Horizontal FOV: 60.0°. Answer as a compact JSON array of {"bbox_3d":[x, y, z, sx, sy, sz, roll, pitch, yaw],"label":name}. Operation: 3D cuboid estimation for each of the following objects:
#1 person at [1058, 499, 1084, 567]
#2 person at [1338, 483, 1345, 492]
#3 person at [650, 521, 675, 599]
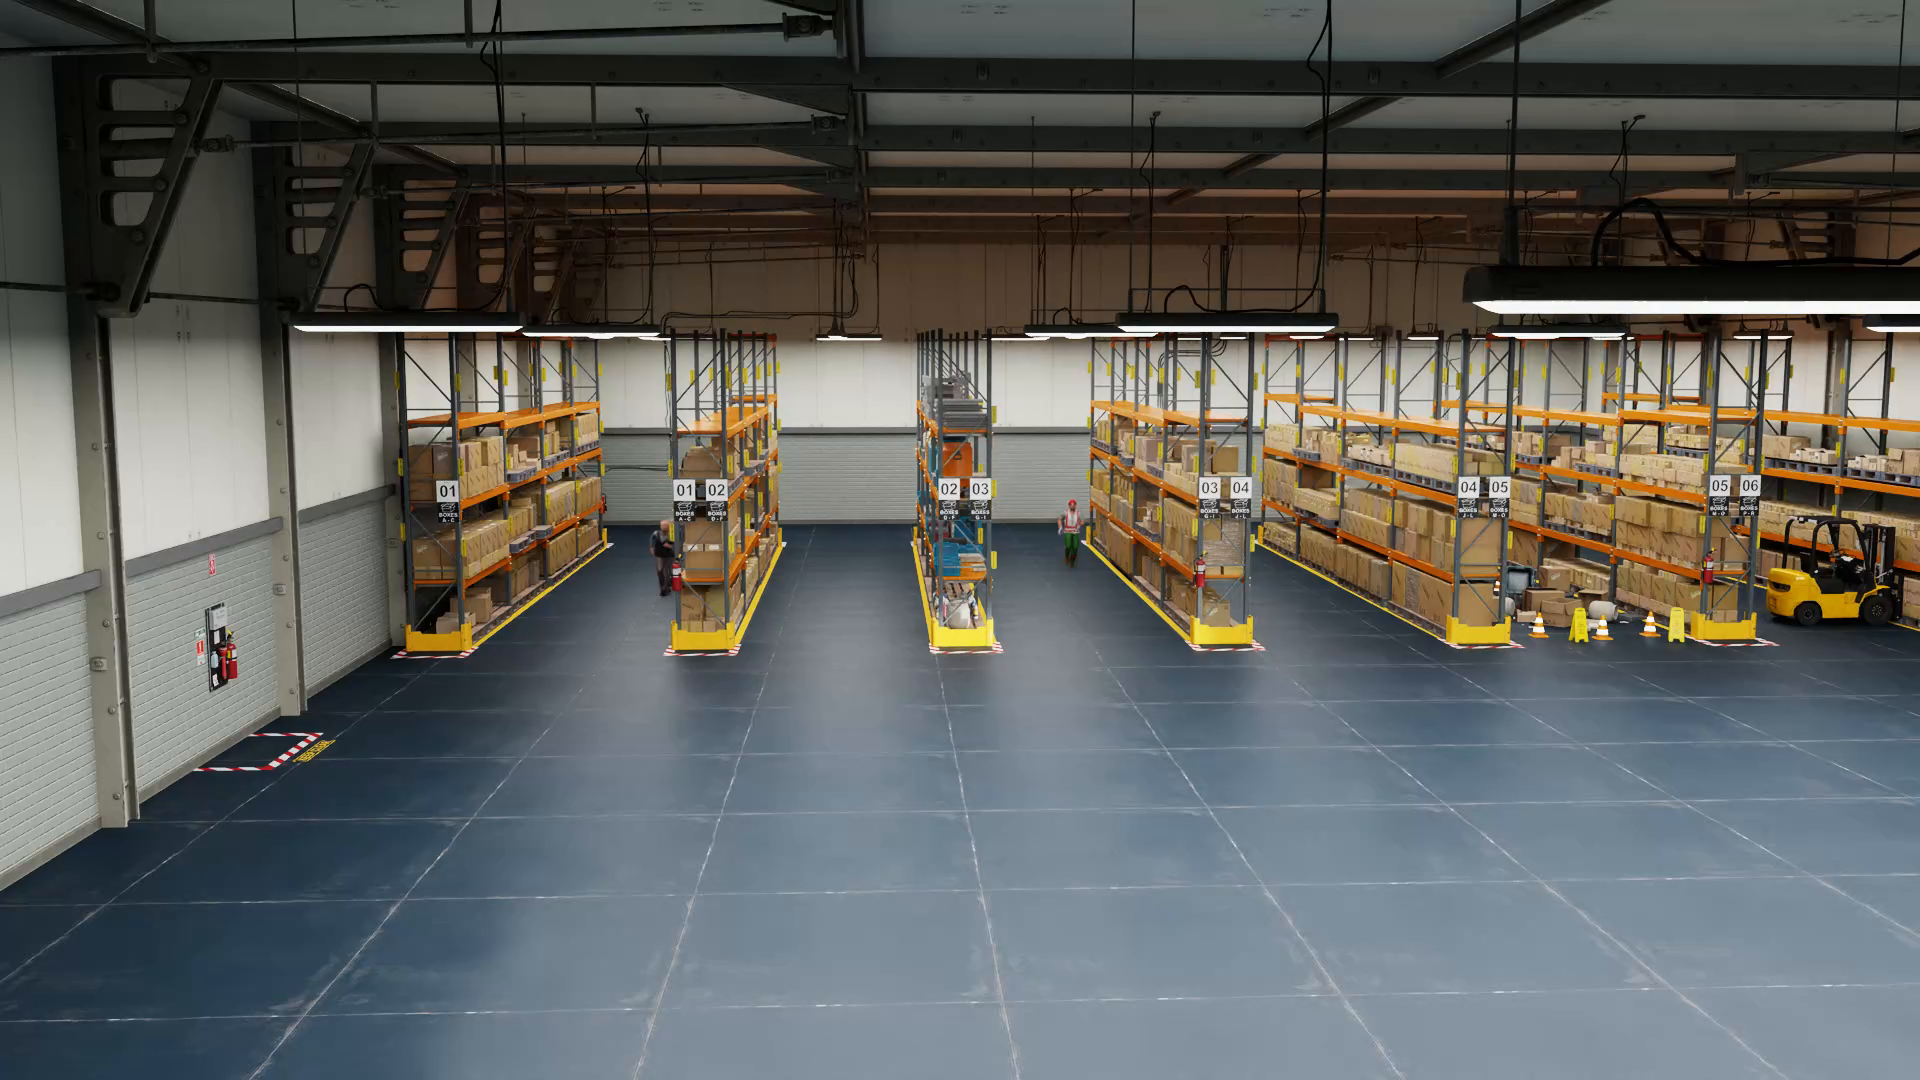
[{"bbox_3d":[2.862,-0.166,42.529,0.664,1.739,0.603,-1,7,-5],"label":"person"},{"bbox_3d":[10.724,-0.721,47.209,0.669,1.838,0.838,-2,7,-17],"label":"person"},{"bbox_3d":[-6.709,0.429,37.797,0.679,1.760,0.849,0,7,-2],"label":"person"}]
